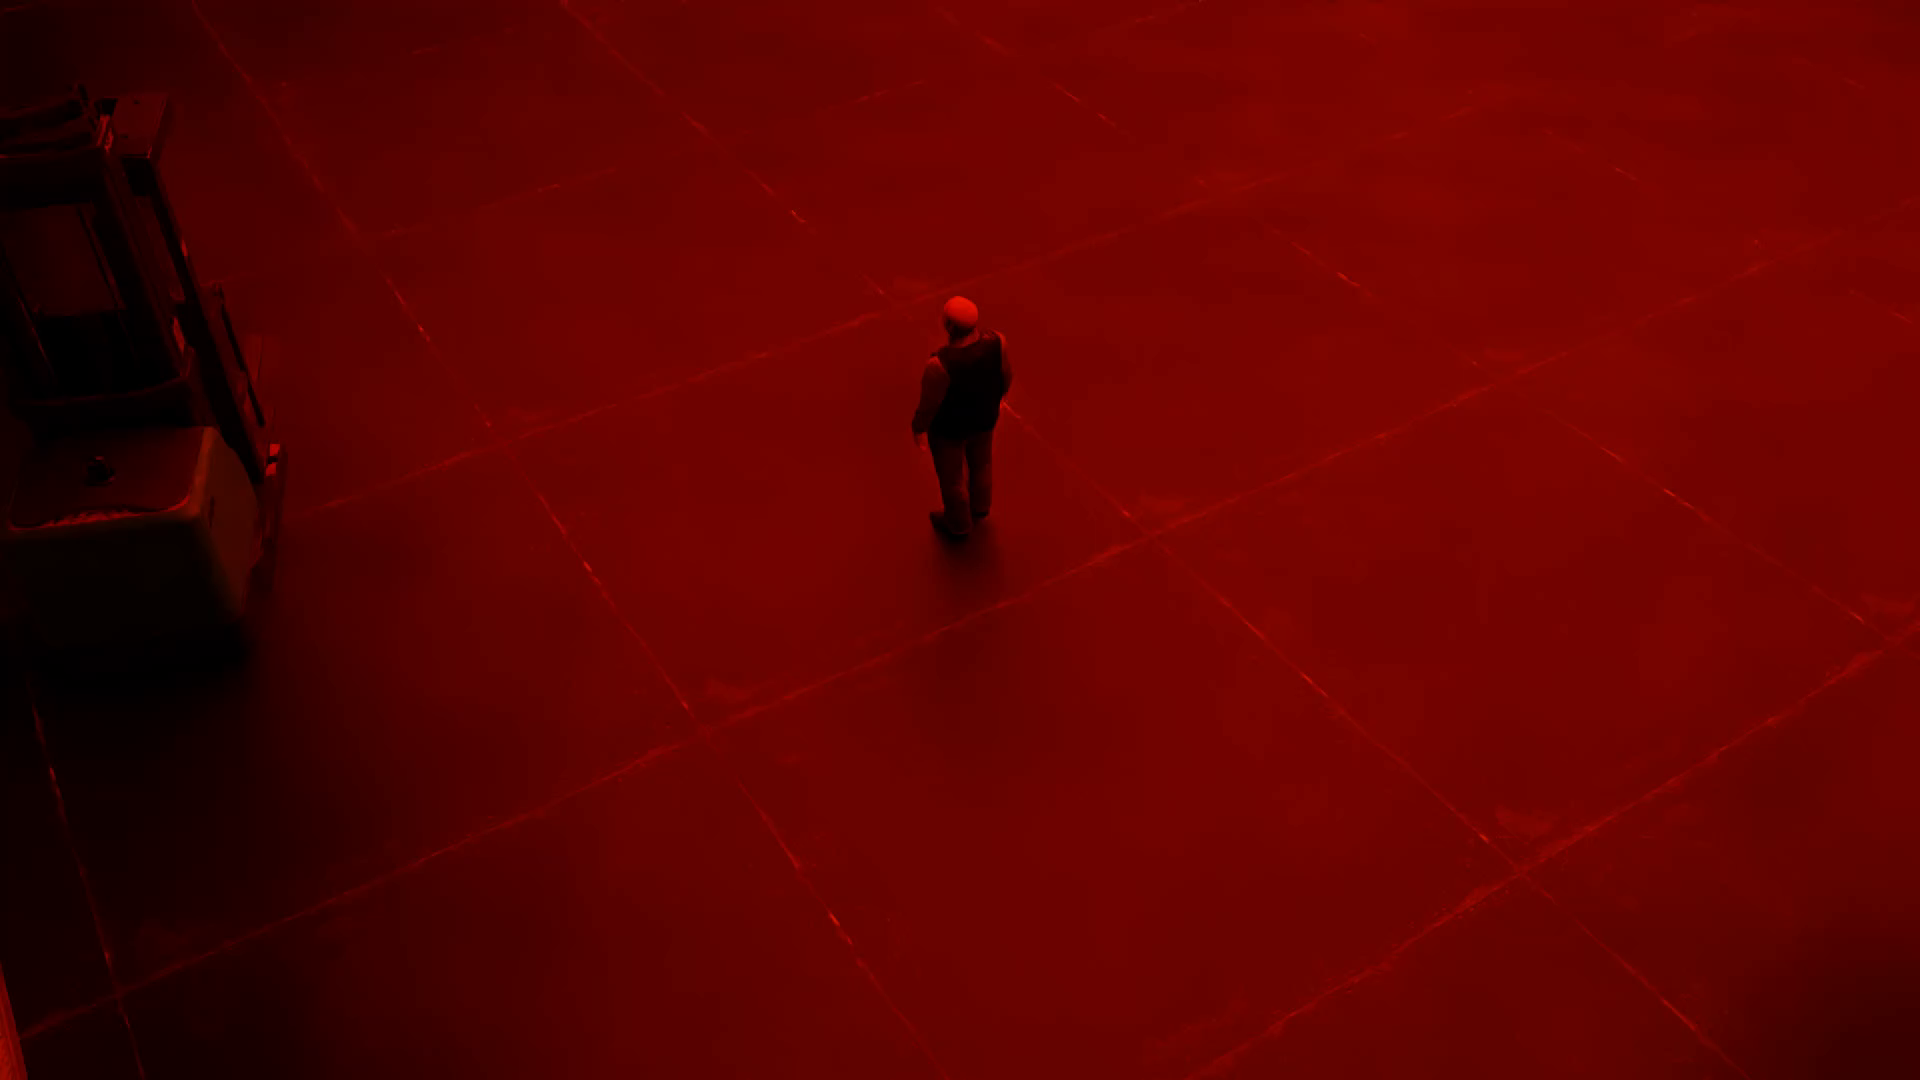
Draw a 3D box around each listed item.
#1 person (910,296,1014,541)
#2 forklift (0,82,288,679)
[{"bbox_3d":[-0.027,-0.694,9.567,0.632,1.648,0.567,-23,46,-24],"label":"person"},{"bbox_3d":[-4.778,-1.322,9.384,1.130,2.935,3.031,-8,42,-9],"label":"forklift"}]
